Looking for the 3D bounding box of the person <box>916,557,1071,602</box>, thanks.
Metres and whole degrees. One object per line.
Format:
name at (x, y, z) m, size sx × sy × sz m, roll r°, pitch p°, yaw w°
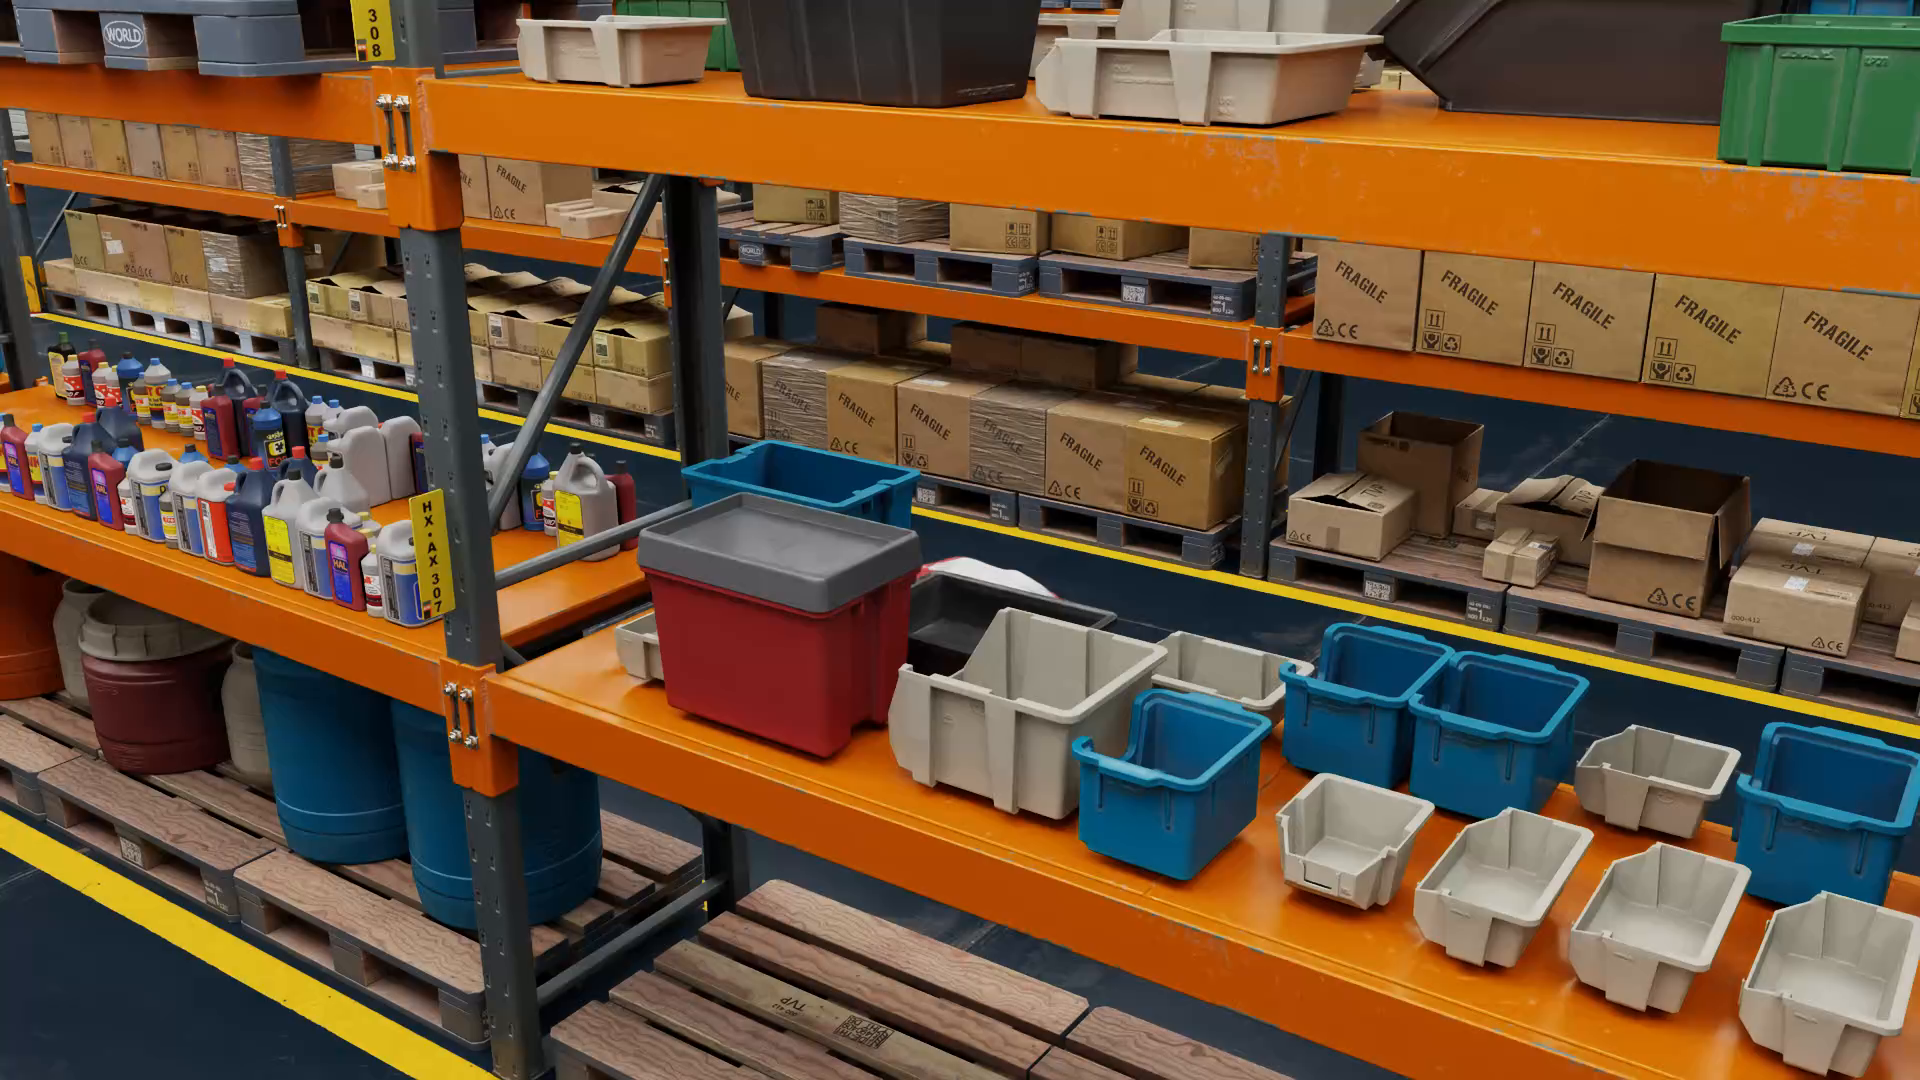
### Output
person at (0.100, 0.612, 5.862) m, size 0.517 × 1.085 × 0.956 m, roll -13°, pitch 23°, yaw -32°
